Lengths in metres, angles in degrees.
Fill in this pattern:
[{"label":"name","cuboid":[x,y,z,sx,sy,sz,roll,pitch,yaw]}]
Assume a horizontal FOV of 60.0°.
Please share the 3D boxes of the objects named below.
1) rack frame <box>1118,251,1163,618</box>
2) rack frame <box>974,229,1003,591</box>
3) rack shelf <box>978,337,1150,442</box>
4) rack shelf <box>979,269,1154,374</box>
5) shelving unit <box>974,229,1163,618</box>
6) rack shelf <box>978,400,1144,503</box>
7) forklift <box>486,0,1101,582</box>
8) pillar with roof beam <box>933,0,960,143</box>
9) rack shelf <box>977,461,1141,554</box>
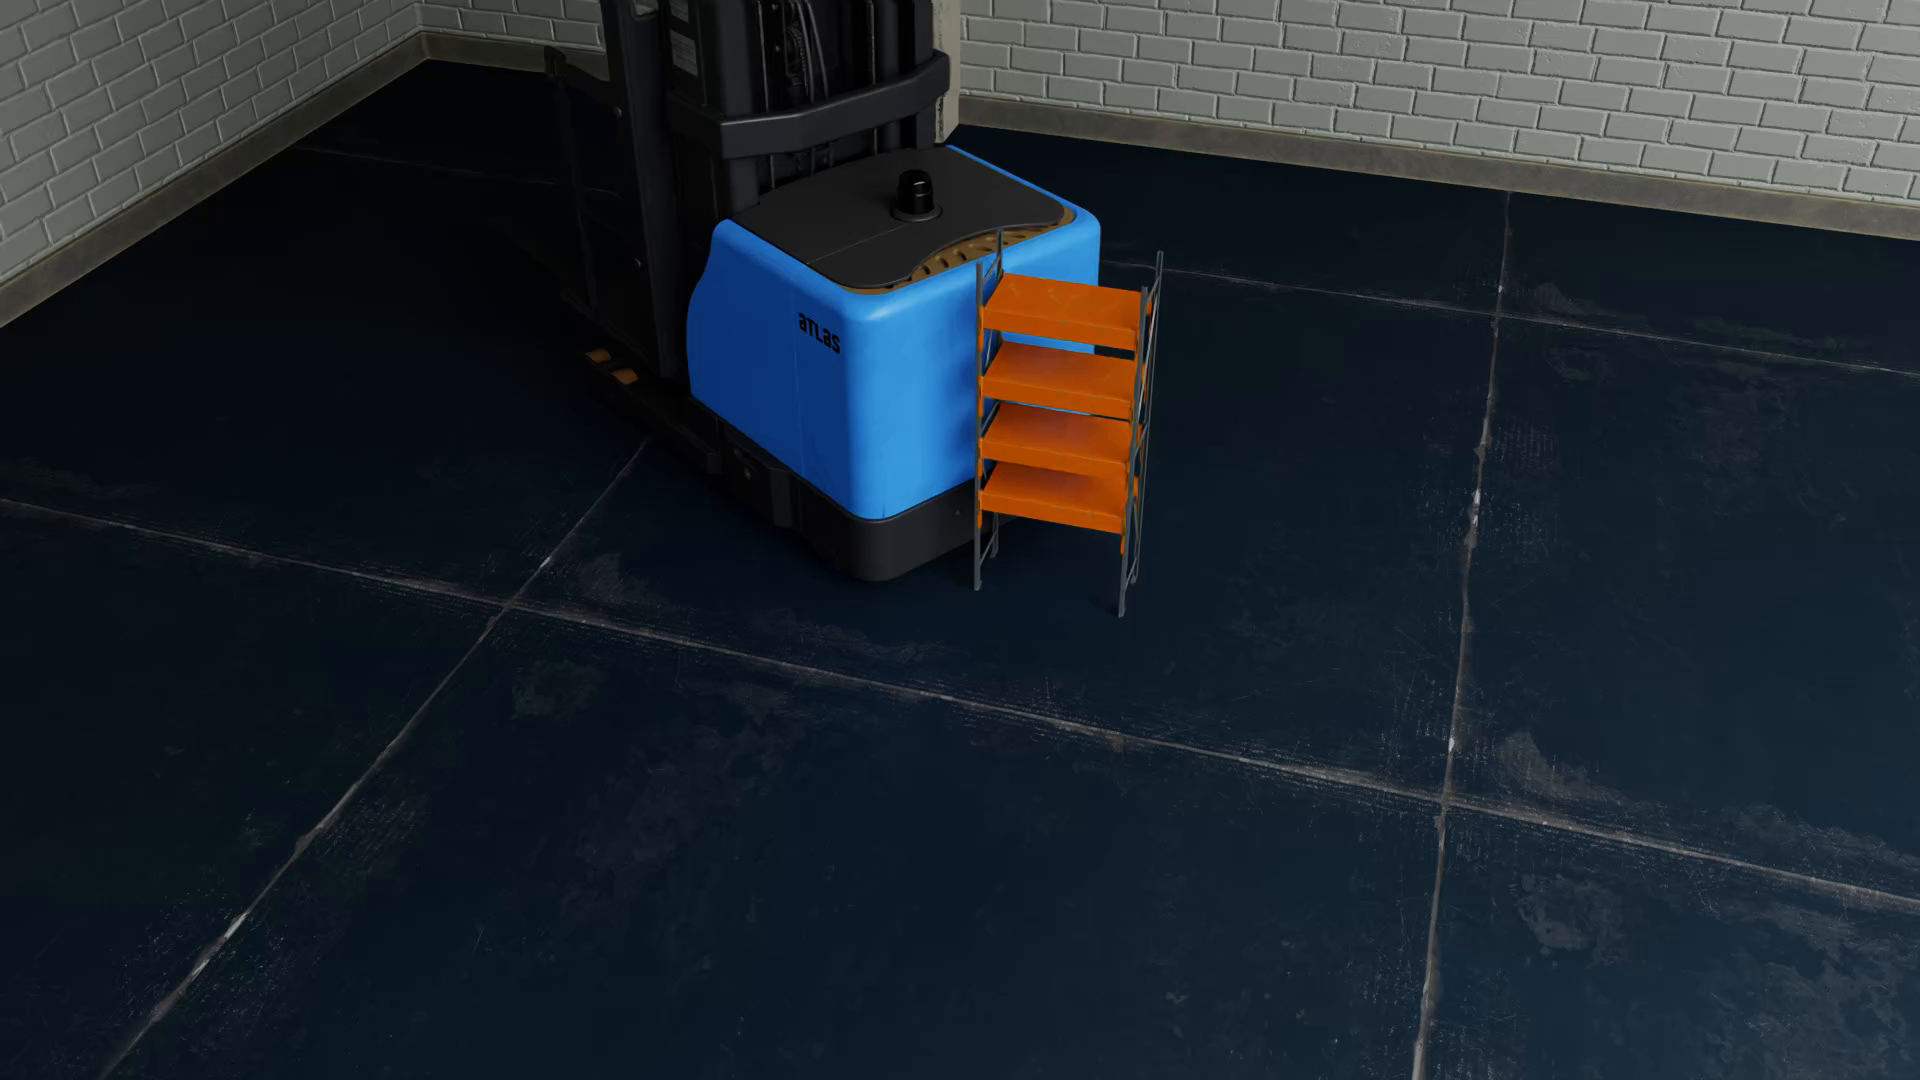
[{"label":"rack frame","cuboid":[0.555,-0.297,5.141,0.015,1.200,0.240,10,38,14]},{"label":"rack frame","cuboid":[0.088,-0.381,5.256,0.015,1.200,0.240,10,38,14]},{"label":"rack shelf","cuboid":[0.321,-0.465,5.106,0.480,0.148,0.258,10,38,14]},{"label":"rack shelf","cuboid":[0.321,-0.656,4.966,0.480,0.148,0.258,10,38,14]},{"label":"shelving unit","cuboid":[0.321,-0.339,5.199,0.503,1.200,0.258,10,38,14]},{"label":"rack shelf","cuboid":[0.321,-0.285,5.239,0.480,0.148,0.258,10,38,14]},{"label":"forklift","cuboid":[-0.855,-1.848,5.789,1.130,2.935,3.031,-26,44,-31]},{"label":"pillar with roof beam","cuboid":[-1.517,-3.339,2.695,0.400,9.000,9.100,10,38,14]},{"label":"rack shelf","cuboid":[0.321,-0.125,5.356,0.480,0.148,0.258,10,38,14]}]
